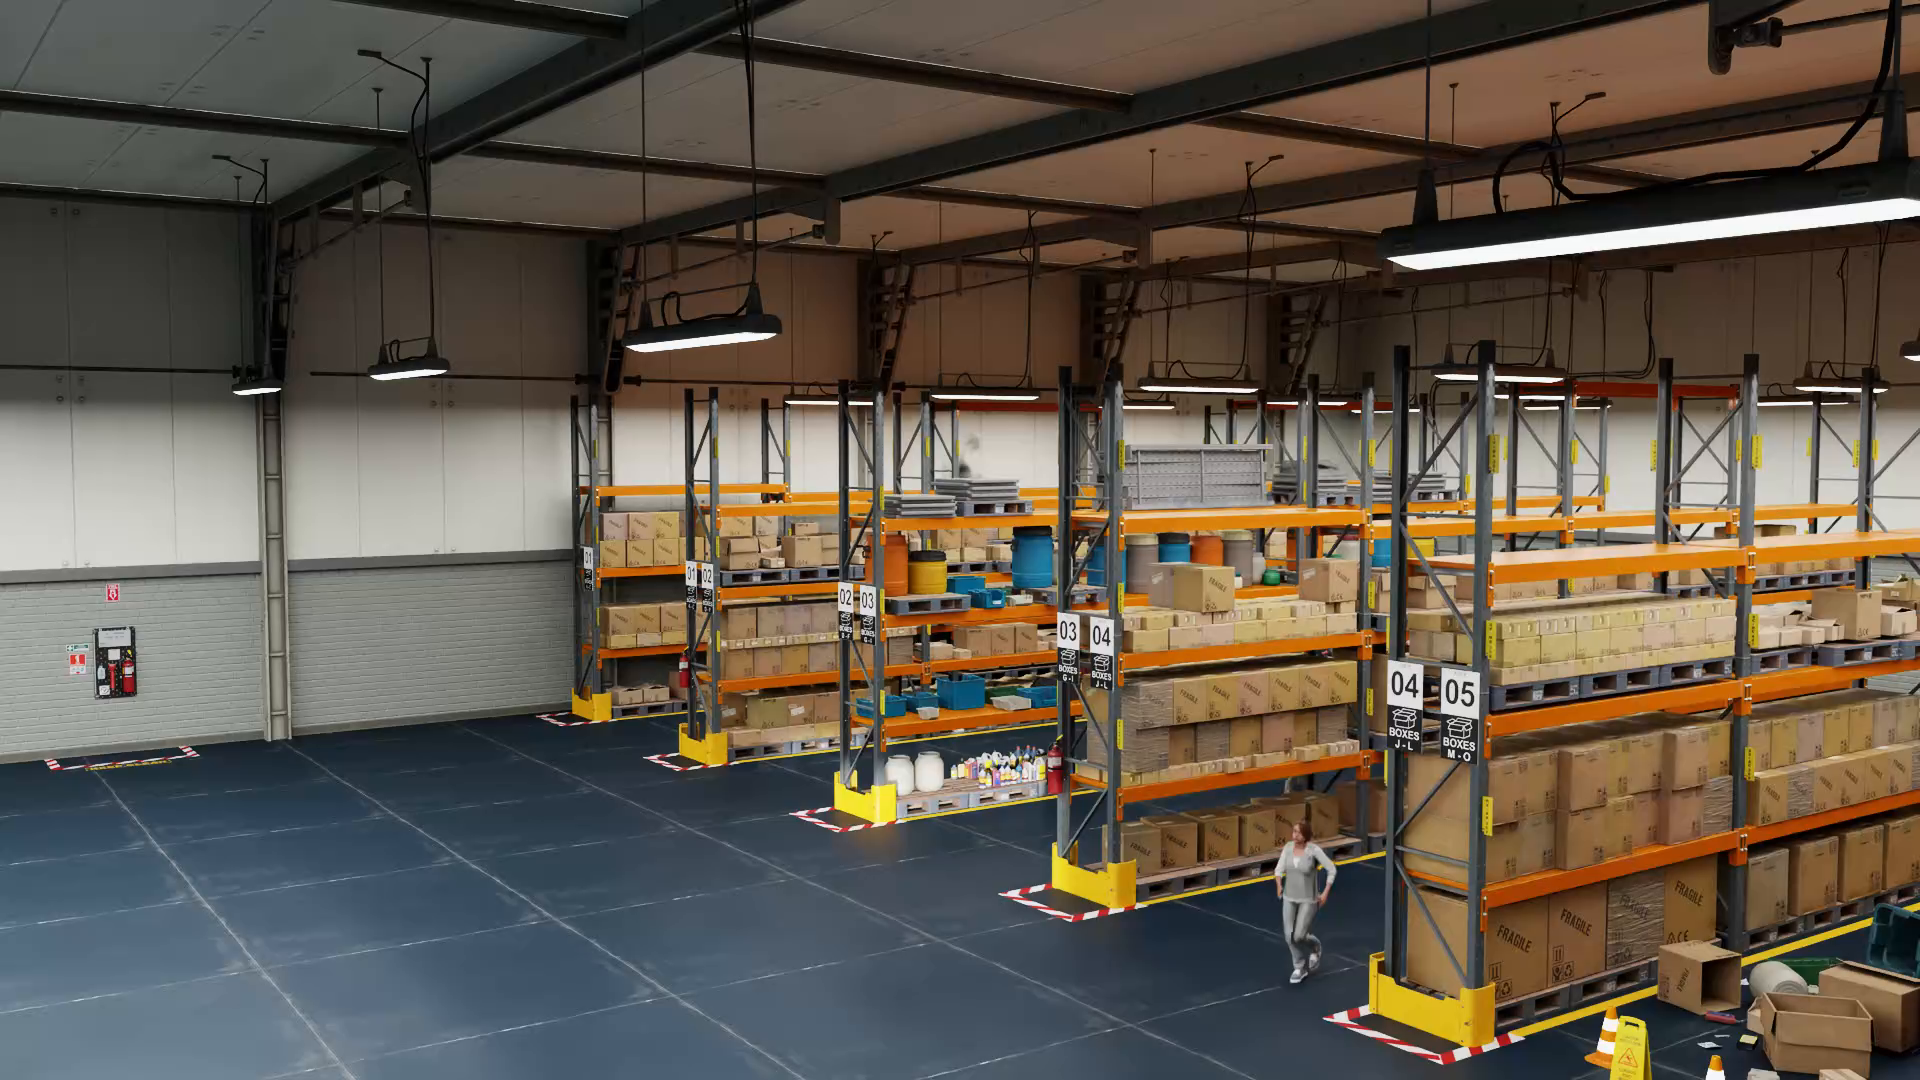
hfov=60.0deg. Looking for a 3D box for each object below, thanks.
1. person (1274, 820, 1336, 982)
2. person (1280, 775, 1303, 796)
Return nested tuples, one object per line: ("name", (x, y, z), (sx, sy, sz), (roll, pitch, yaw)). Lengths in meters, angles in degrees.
("person", (3.256, 3.441, 15.839), (0.575, 1.565, 0.569), (2, 4, 35))
("person", (4.898, 2.869, 24.297), (0.584, 1.699, 0.793), (3, 5, 41))
